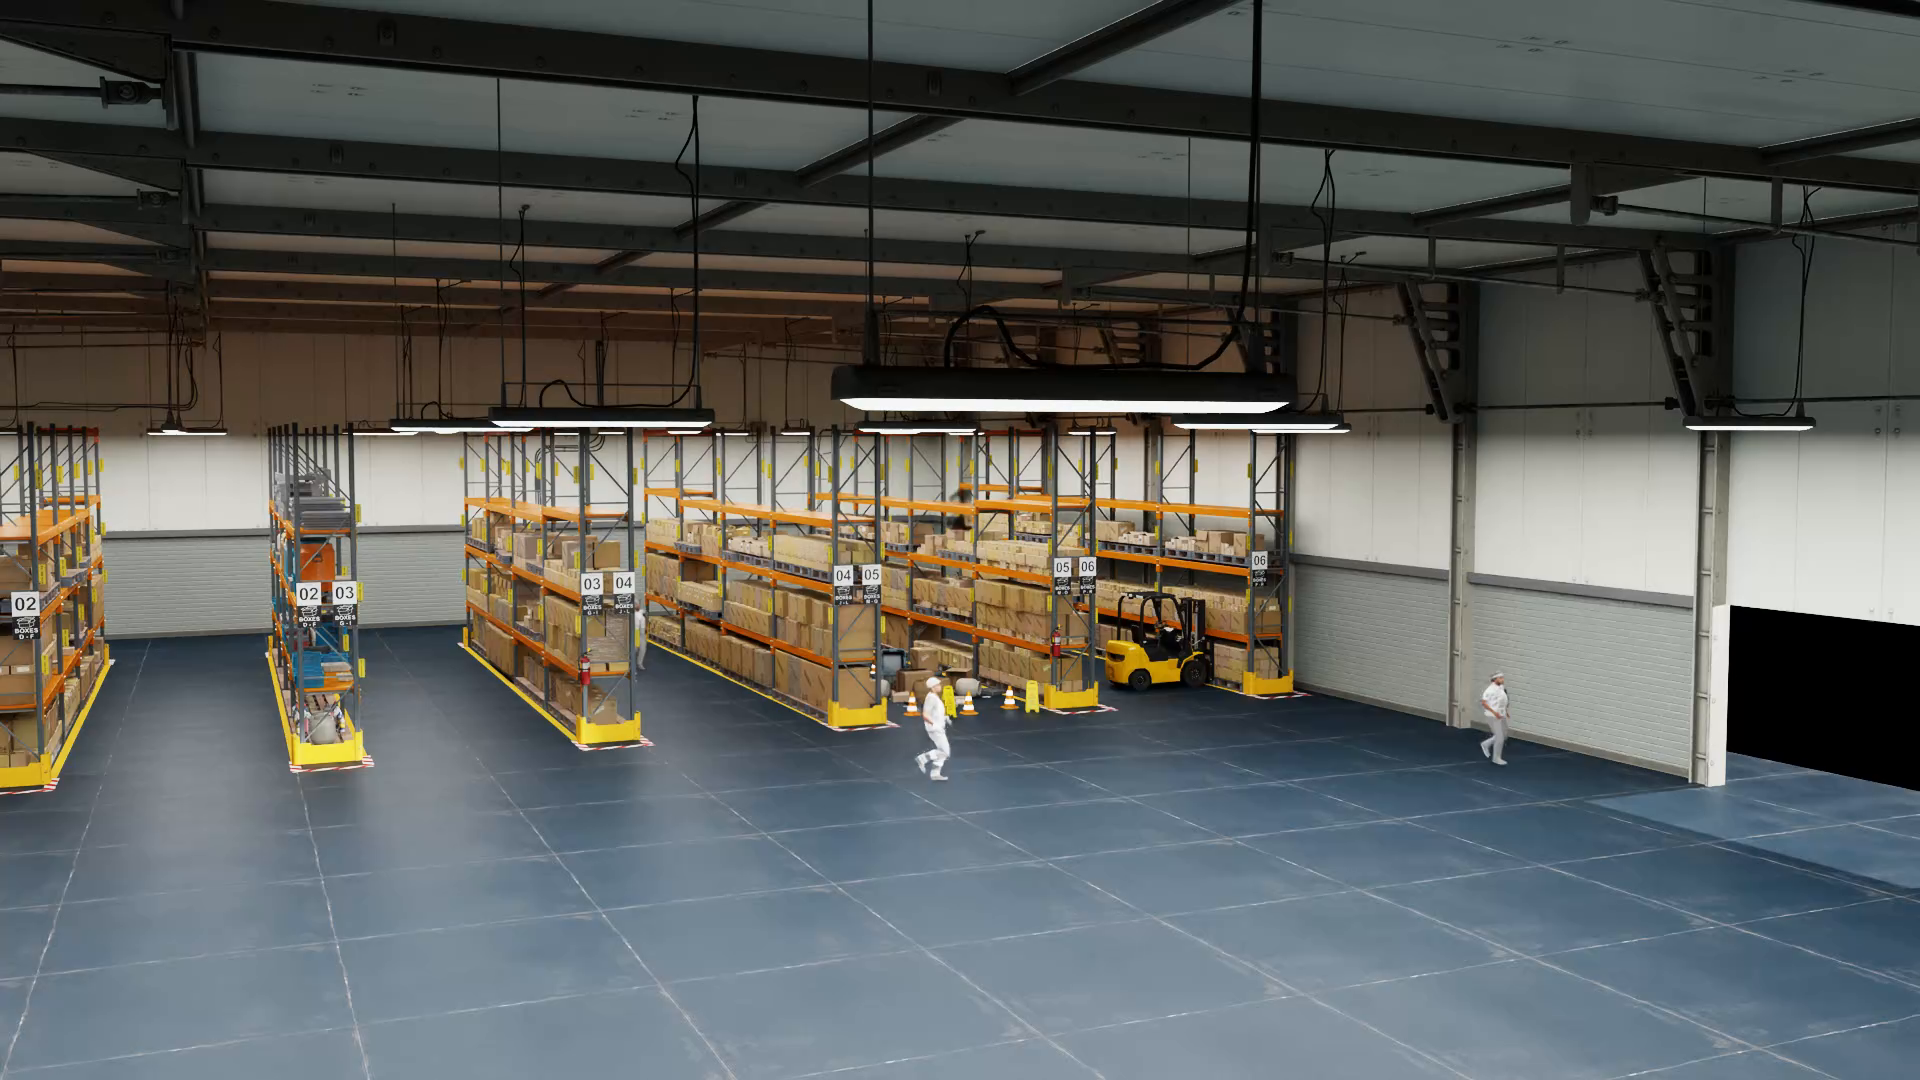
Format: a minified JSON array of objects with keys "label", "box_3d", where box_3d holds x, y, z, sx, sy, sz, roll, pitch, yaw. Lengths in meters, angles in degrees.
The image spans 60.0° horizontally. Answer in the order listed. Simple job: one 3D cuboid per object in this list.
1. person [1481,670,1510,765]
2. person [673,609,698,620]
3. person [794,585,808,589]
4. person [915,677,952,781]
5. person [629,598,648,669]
[{"label":"person","box_3d":[9.398,3.101,29.309,0.599,1.668,0.574,-3,5,-40]},{"label":"person","box_3d":[-8.212,1.800,49.217,1.063,1.765,0.701,-2,4,-29]},{"label":"person","box_3d":[-4.807,1.802,51.170,0.632,1.632,0.611,0,3,-1]},{"label":"person","box_3d":[-0.441,3.157,27.778,0.602,1.737,0.655,0,4,5]},{"label":"person","box_3d":[-8.061,2.325,41.480,0.663,1.758,0.752,-2,4,-35]}]
